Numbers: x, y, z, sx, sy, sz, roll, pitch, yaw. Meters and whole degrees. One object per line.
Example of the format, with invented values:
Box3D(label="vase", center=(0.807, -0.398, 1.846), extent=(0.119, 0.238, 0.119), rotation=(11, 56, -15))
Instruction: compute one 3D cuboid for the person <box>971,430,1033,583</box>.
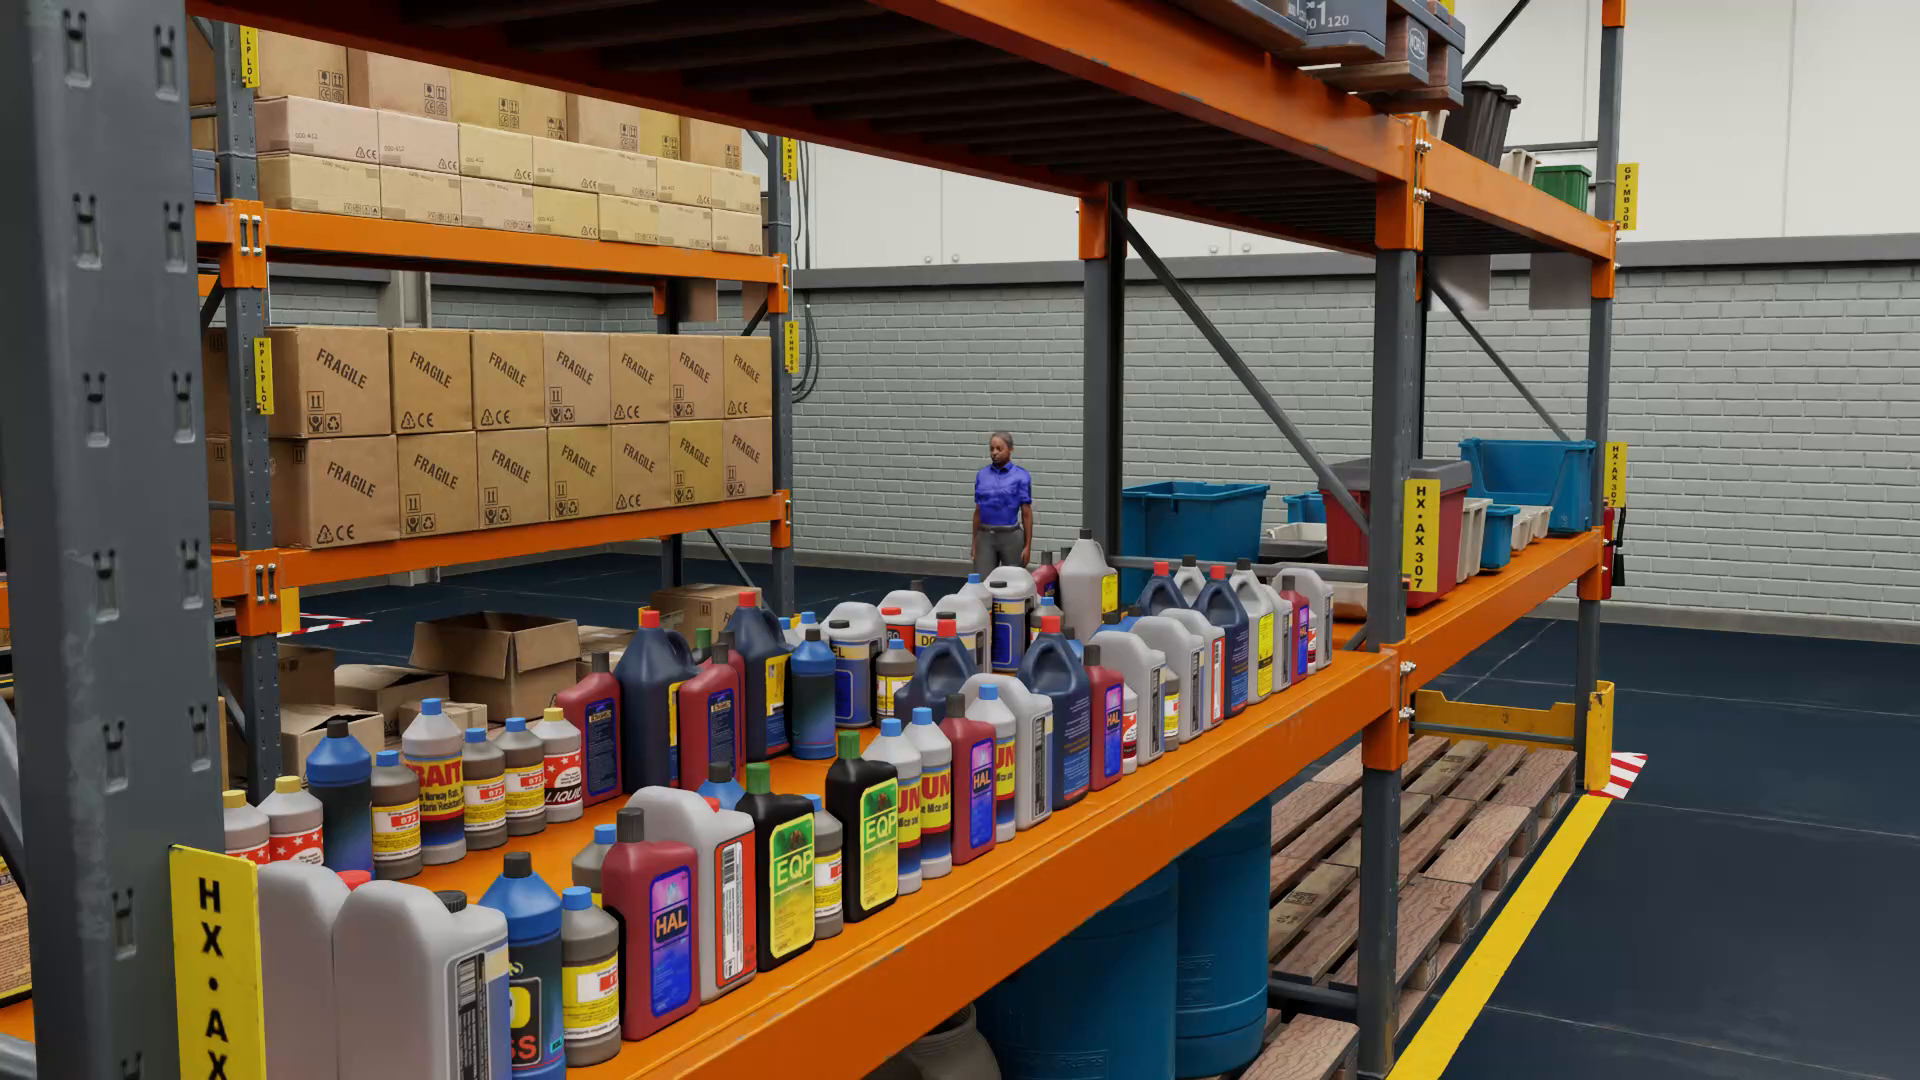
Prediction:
Box3D(label="person", center=(0.277, 0.044, 11.896), extent=(0.457, 1.656, 0.646), rotation=(2, 6, 21))
